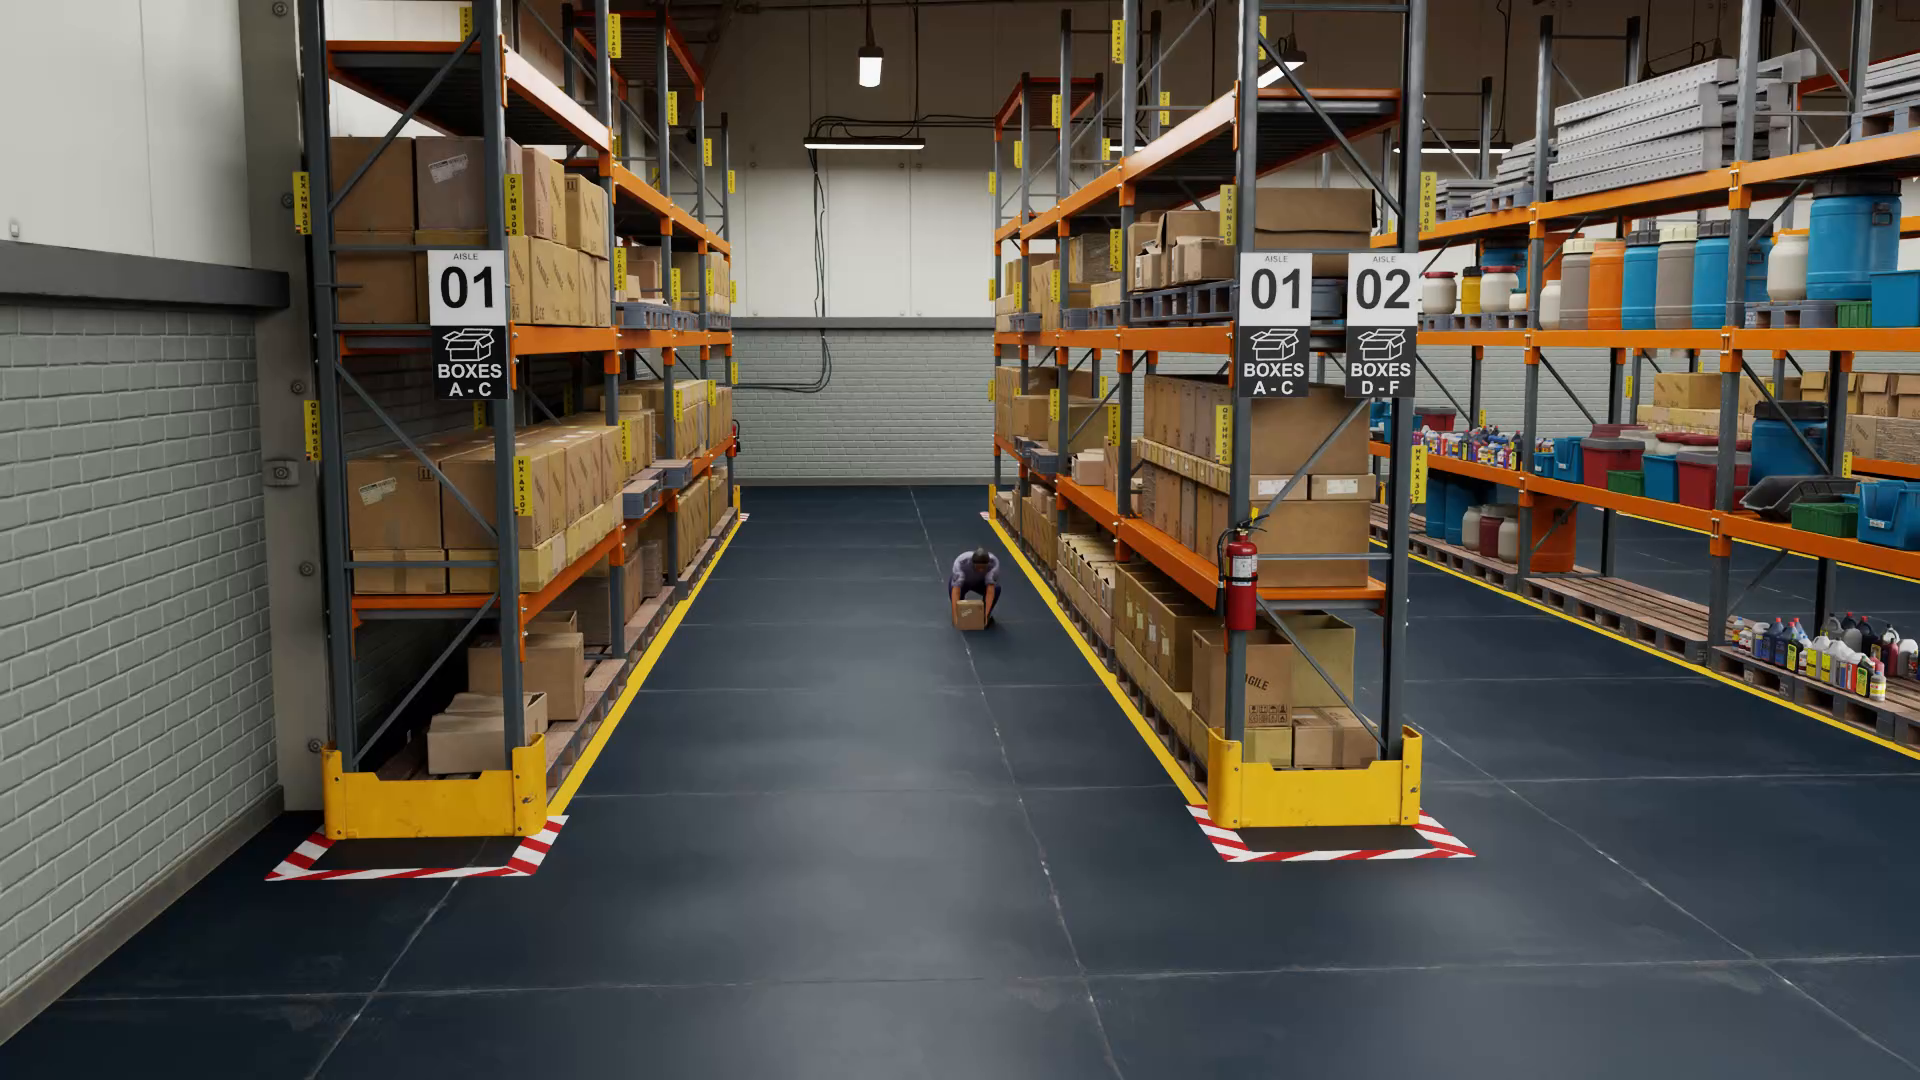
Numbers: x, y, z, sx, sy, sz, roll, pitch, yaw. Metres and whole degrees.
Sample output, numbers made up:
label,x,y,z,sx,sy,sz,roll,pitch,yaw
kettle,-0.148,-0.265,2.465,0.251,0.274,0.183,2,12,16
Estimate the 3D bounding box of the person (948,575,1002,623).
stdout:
label,x,y,z,sx,sy,sz,roll,pitch,yaw
person,0.121,0.531,16.104,0.488,0.536,0.493,-1,7,-4
